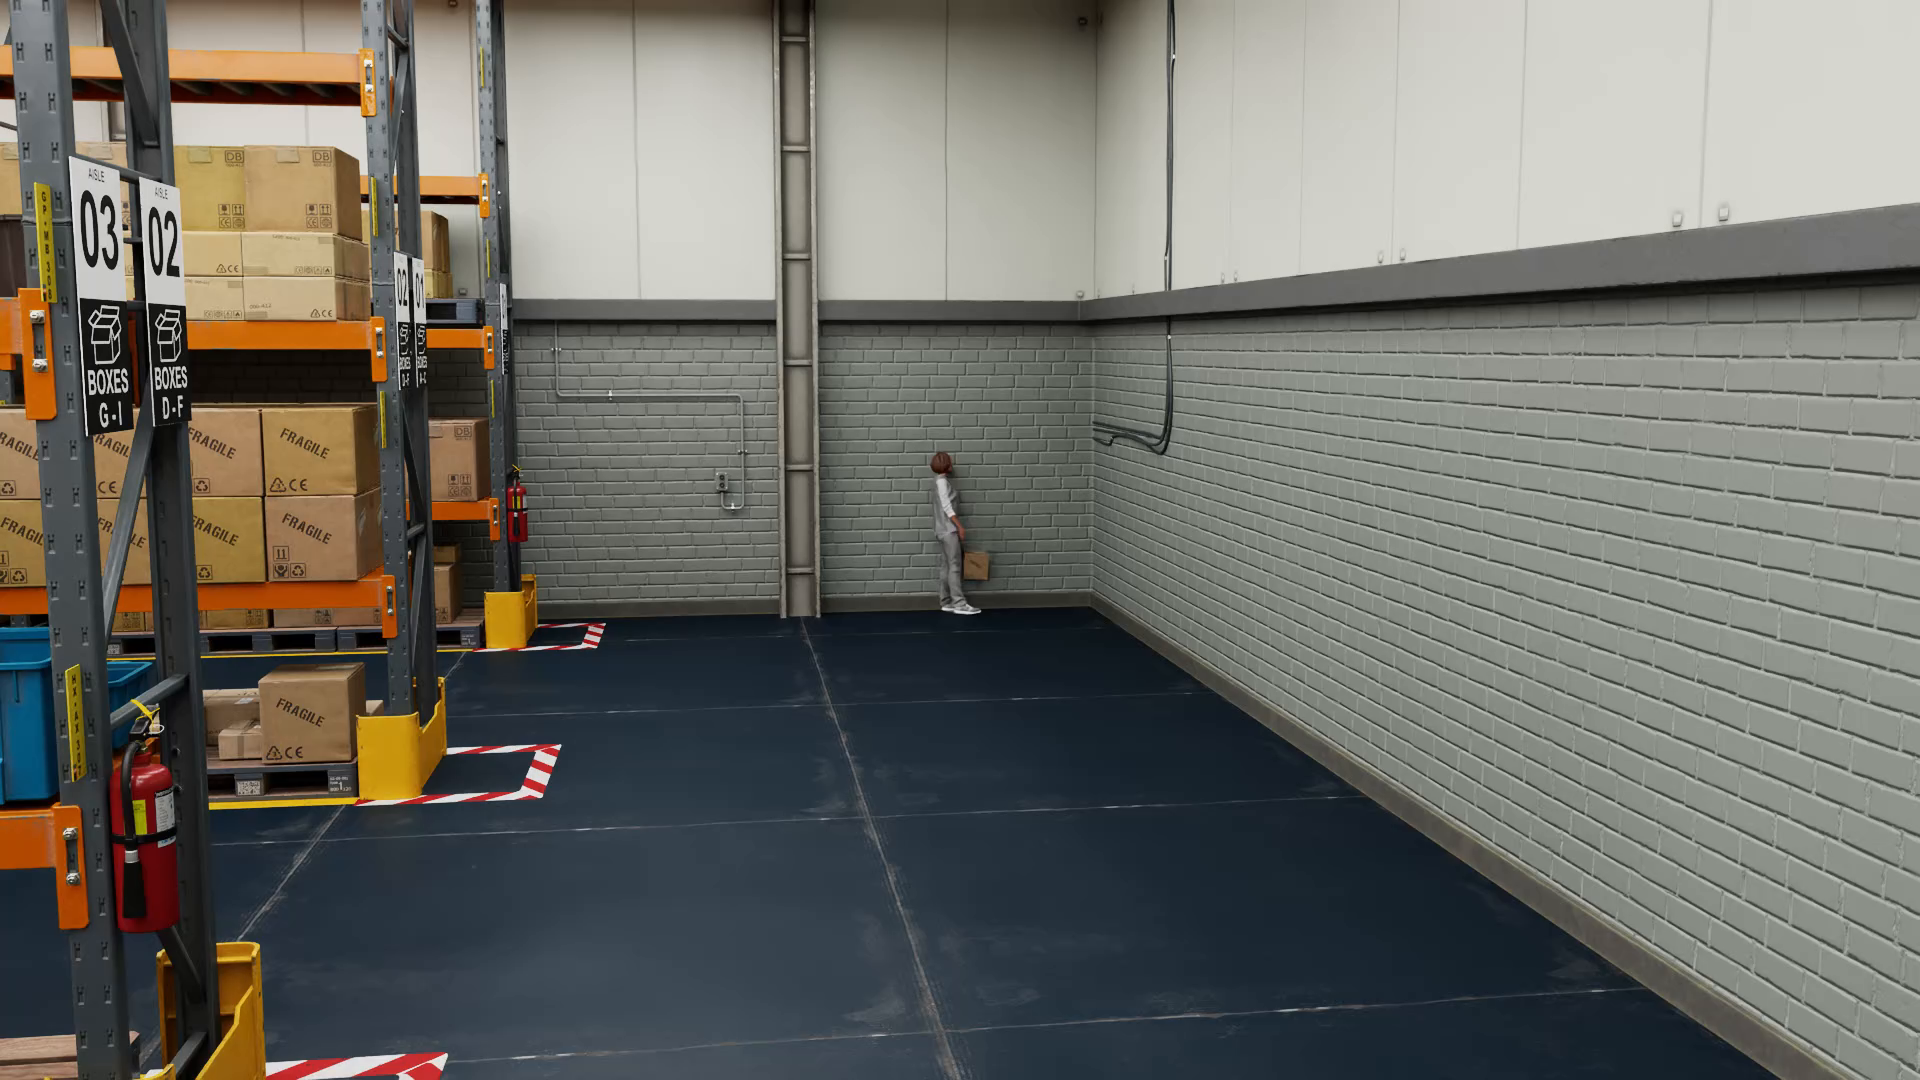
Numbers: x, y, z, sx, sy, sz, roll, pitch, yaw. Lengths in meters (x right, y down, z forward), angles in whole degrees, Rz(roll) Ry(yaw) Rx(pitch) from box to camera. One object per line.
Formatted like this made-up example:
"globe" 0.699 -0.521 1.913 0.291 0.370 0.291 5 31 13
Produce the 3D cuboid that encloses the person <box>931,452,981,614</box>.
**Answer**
"person" -0.051 -0.076 16.599 0.474 1.597 0.501 -1 7 -9
